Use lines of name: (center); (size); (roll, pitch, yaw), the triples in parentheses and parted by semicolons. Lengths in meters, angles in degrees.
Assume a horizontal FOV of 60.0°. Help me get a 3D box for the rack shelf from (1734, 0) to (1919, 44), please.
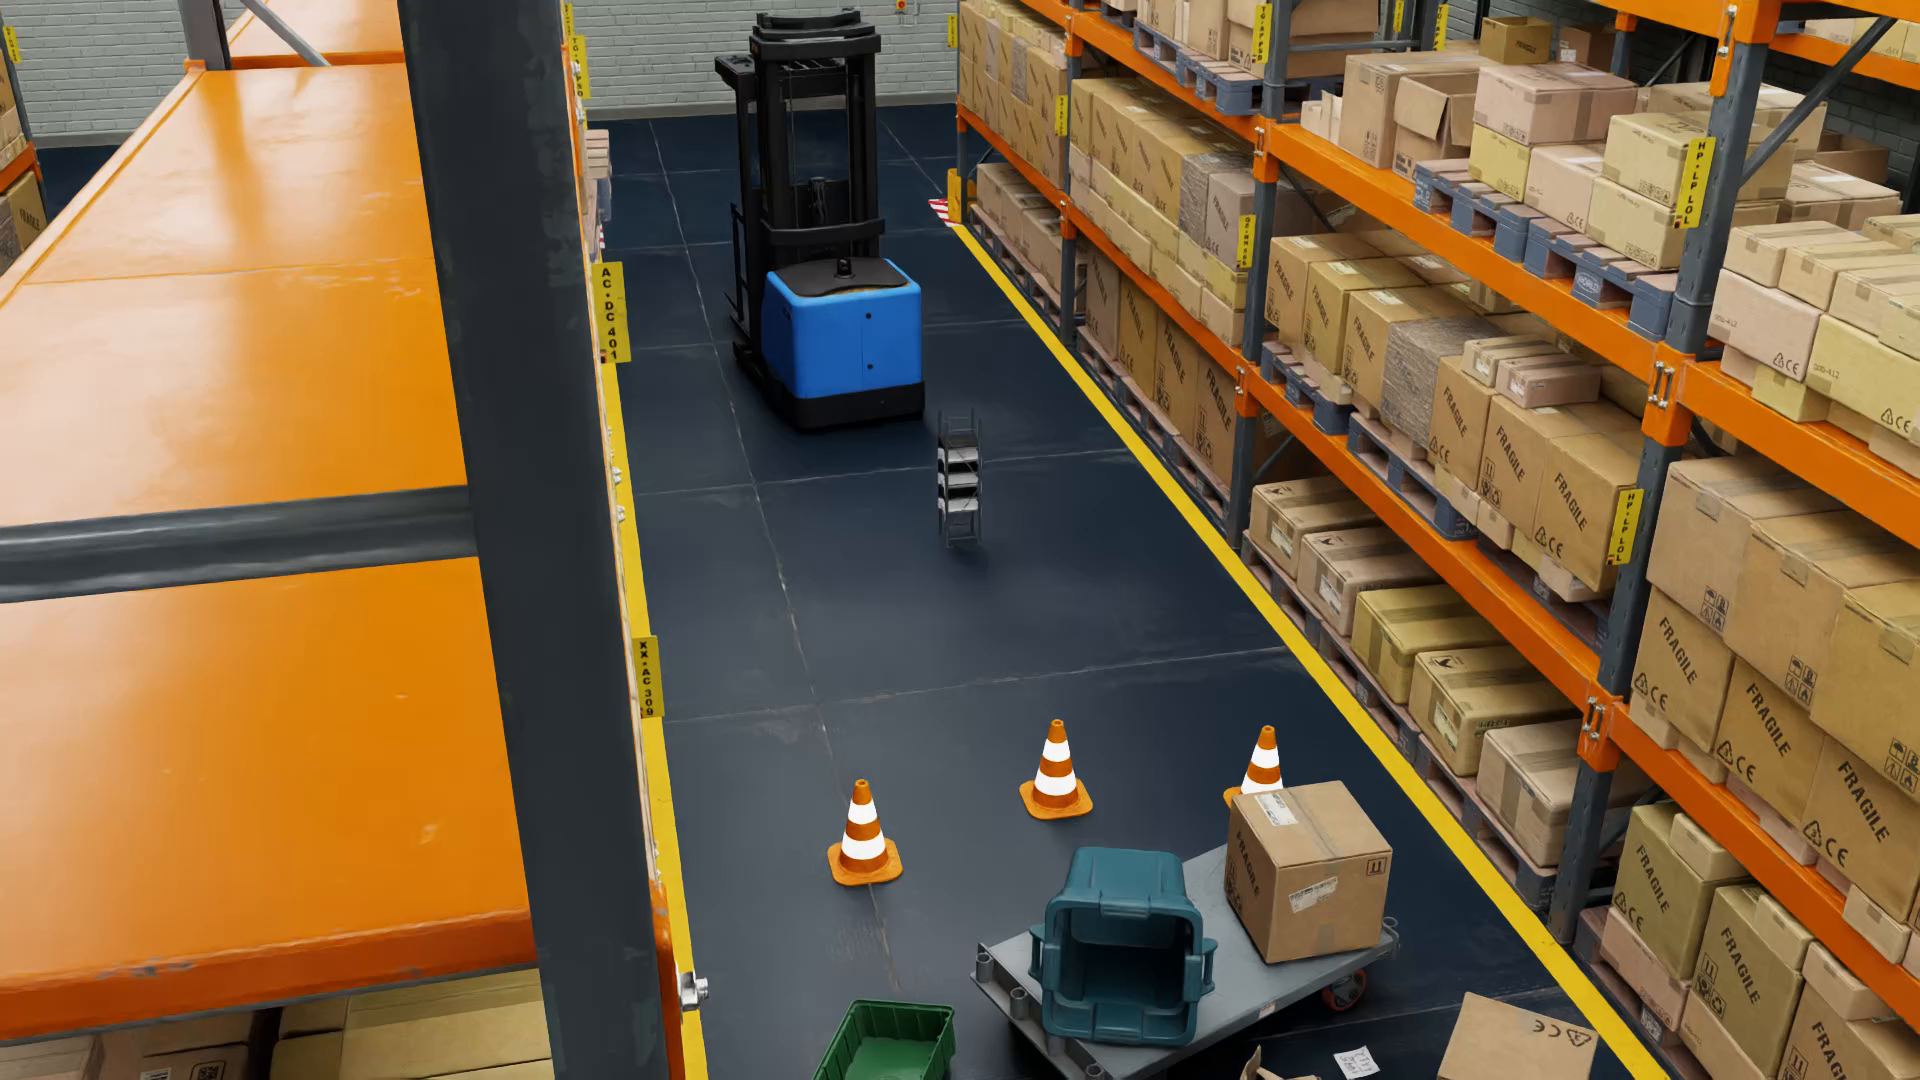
rack shelf: (3.622, -1.068, 4.027); (1.077, 0.370, 4.000); (-6, 27, -12)

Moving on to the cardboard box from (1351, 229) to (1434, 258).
cardboard box: (2.643, -1.540, 9.911); (0.500, 0.500, 0.500); (-7, 28, -13)

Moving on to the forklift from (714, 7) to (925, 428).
forklift: (-1.279, -2.799, 13.389); (1.130, 2.935, 3.031); (-10, 28, -19)

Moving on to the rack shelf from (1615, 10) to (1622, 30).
rack shelf: (5.753, -5.504, 16.141); (1.077, 0.370, 4.000); (-6, 27, -12)

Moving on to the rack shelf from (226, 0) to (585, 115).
rack shelf: (-2.079, -2.099, 6.511); (1.077, 0.370, 4.000); (-6, 27, -12)

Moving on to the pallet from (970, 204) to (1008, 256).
pallet: (0.724, -3.270, 17.341); (1.003, 0.211, 1.213); (-6, 27, -12)

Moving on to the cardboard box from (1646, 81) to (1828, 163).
cardboard box: (3.308, -1.788, 7.126); (0.500, 0.250, 0.500); (-7, 28, -13)

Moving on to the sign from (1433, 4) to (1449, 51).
sign: (2.799, -2.970, 9.749); (0.100, 0.325, 0.005); (-6, 27, -12)

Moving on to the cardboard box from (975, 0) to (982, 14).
cardboard box: (0.353, -5.221, 16.171); (0.380, 0.149, 0.250); (-5, 27, -10)

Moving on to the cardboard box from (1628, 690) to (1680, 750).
cardboard box: (2.930, 0.693, 6.673); (0.380, 0.149, 0.250); (-6, 27, -12)

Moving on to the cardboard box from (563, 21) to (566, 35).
cardboard box: (-3.747, -4.309, 14.755); (0.500, 0.500, 0.500); (-5, 27, -9)

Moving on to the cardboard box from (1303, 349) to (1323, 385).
cardboard box: (2.210, -1.007, 9.576); (0.380, 0.149, 0.250); (-8, 28, -15)

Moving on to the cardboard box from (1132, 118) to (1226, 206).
cardboard box: (1.563, -2.703, 11.903); (0.500, 0.500, 0.500); (-6, 27, -12)

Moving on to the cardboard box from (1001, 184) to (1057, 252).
cardboard box: (0.928, -3.221, 16.527); (0.875, 0.438, 0.875); (-5, 27, -10)

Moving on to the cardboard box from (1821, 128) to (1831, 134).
cardboard box: (6.388, -3.033, 13.199); (0.700, 0.500, 0.500); (-6, 27, -12)

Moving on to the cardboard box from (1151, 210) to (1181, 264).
cardboard box: (1.659, -2.136, 11.612); (0.500, 0.250, 0.500); (-7, 28, -13)

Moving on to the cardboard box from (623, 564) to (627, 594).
cardboard box: (-1.599, 0.433, 6.799); (0.500, 0.500, 0.500); (-6, 27, -11)

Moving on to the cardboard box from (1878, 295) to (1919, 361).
cardboard box: (3.095, -0.655, 5.131); (0.380, 0.149, 0.250); (-6, 27, -12)

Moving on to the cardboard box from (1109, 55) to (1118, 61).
cardboard box: (1.477, -4.158, 14.066); (0.380, 0.149, 0.250); (-6, 27, -11)

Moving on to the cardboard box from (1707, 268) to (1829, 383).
cardboard box: (3.004, -0.774, 5.808); (0.500, 0.250, 0.500); (-7, 28, -13)

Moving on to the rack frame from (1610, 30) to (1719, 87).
rack frame: (6.204, -3.608, 14.915); (1.000, 3.000, 0.127); (-6, 27, -12)

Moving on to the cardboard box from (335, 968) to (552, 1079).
cardboard box: (-0.548, 0.609, 2.049); (0.380, 0.149, 0.250); (-6, 27, -11)

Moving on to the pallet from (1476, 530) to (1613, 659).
pallet: (3.141, 0.145, 7.692); (1.003, 0.211, 1.213); (-6, 27, -12)

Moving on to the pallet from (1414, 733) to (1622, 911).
pallet: (2.995, 1.313, 8.260); (1.003, 0.211, 1.213); (-6, 27, -12)

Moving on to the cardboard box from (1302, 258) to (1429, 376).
cardboard box: (2.270, -1.262, 9.360); (0.500, 0.500, 0.500); (-5, 27, -9)

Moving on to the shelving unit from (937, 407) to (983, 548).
shelving unit: (-0.002, -0.405, 10.901); (0.258, 0.900, 0.210); (-6, 27, -12)

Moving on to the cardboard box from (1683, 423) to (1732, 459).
cardboard box: (3.345, -0.190, 7.236); (0.500, 0.500, 0.500); (-5, 27, -10)

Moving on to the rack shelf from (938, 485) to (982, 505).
rack shelf: (-0.002, -0.295, 10.956); (0.258, 0.077, 0.200); (-6, 27, -12)

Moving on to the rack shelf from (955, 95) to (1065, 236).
rack shelf: (0.918, -3.659, 15.815); (1.077, 0.370, 4.000); (-6, 27, -12)

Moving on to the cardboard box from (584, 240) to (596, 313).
cardboard box: (-1.235, -0.730, 4.701); (0.380, 0.149, 0.250); (-6, 27, -12)

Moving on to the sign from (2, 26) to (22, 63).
sign: (-8.656, -4.523, 15.181); (0.100, 0.325, 0.005); (-6, 27, -12)

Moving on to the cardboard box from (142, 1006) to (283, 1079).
cardboard box: (-1.221, 0.670, 2.371); (0.500, 0.250, 0.500); (-6, 27, -11)

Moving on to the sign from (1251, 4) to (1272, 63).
sign: (1.727, -2.898, 9.519); (0.100, 0.325, 0.005); (-6, 27, -12)

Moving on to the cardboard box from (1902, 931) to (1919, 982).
cardboard box: (3.293, 1.363, 5.345); (0.380, 0.149, 0.250); (-6, 27, -12)

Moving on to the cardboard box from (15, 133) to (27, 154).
cardboard box: (-8.787, -3.617, 15.212); (0.380, 0.149, 0.250); (-5, 27, -11)

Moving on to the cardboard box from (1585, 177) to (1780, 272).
cardboard box: (2.899, -1.291, 6.697); (0.500, 0.250, 0.500); (-6, 28, -13)

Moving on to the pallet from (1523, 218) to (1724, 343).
pallet: (3.136, -1.127, 6.880); (1.213, 0.211, 1.003); (-6, 27, -12)

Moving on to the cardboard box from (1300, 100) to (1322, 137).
cardboard box: (2.175, -2.417, 9.507); (0.380, 0.149, 0.250); (-6, 27, -12)

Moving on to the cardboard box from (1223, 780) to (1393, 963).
cardboard box: (1.444, 1.382, 6.964); (0.500, 0.500, 0.500); (-6, 27, -12)

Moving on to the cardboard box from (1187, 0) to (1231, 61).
cardboard box: (1.862, -3.333, 10.464); (0.700, 0.500, 0.500); (-7, 28, -14)

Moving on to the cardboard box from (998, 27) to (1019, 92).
cardboard box: (0.658, -4.439, 15.342); (0.500, 0.500, 0.500); (-6, 27, -11)

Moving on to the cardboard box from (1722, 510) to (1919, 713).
cardboard box: (3.153, 0.228, 5.765); (0.700, 0.500, 0.500); (-6, 27, -11)

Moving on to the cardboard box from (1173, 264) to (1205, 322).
cardboard box: (1.773, -1.697, 11.297); (0.500, 0.250, 0.500); (-5, 27, -11)

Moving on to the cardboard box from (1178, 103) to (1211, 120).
cardboard box: (1.933, -2.971, 12.434); (0.500, 0.500, 0.500); (-5, 27, -10)

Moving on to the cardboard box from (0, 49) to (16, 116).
cardboard box: (-8.822, -4.065, 14.826); (0.500, 0.500, 0.500); (-6, 27, -11)

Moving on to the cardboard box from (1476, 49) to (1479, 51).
cardboard box: (5.779, -5.028, 17.566); (0.500, 0.250, 0.500); (-6, 27, -11)

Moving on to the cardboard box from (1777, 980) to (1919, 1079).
cardboard box: (3.289, 1.863, 5.829); (0.500, 0.500, 0.500); (-5, 27, -9)

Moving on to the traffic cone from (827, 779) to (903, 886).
traffic cone: (-0.460, 1.347, 7.913); (0.336, 0.463, 0.334); (-6, 27, -12)

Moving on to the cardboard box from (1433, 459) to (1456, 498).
cardboard box: (2.571, -0.312, 8.199); (0.380, 0.149, 0.250); (-6, 27, -12)

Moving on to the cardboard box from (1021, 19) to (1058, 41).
cardboard box: (0.763, -4.553, 14.848); (0.380, 0.149, 0.250); (-7, 28, -13)

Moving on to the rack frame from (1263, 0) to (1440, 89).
rack frame: (2.270, -4.024, 9.082); (1.000, 3.000, 0.127); (-6, 27, -12)

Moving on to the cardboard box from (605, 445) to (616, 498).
cardboard box: (-0.893, -0.063, 3.381); (0.380, 0.149, 0.250); (-6, 27, -11)

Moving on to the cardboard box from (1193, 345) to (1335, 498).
cardboard box: (2.195, -0.897, 11.436); (0.875, 0.875, 0.875); (-6, 27, -12)

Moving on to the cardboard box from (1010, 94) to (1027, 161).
cardboard box: (0.766, -3.769, 15.123); (0.500, 0.500, 0.500); (-6, 27, -12)
